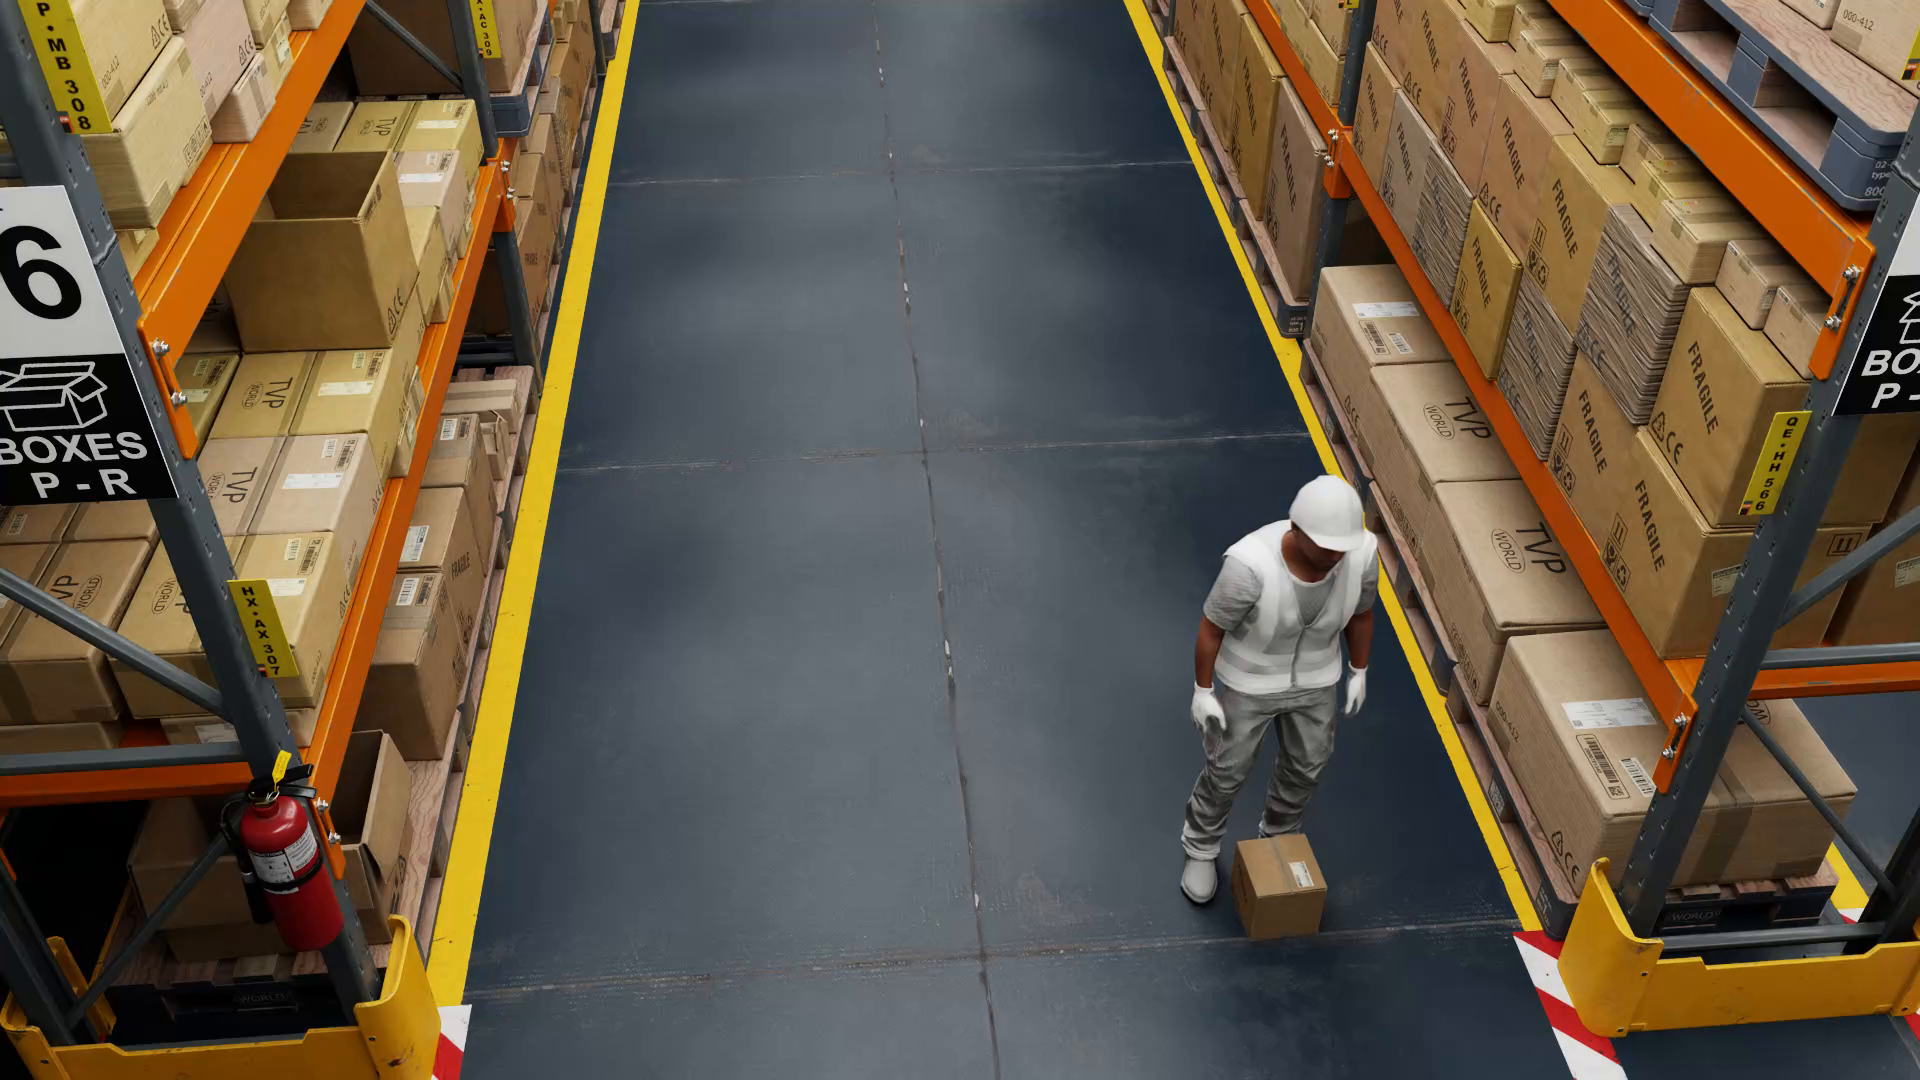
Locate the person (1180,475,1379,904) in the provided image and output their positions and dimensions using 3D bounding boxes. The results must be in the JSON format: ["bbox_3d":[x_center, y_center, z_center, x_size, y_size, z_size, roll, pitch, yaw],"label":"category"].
[{"bbox_3d":[1.069,0.486,5.542,0.619,1.771,0.450,-7,39,-8],"label":"person"}]
